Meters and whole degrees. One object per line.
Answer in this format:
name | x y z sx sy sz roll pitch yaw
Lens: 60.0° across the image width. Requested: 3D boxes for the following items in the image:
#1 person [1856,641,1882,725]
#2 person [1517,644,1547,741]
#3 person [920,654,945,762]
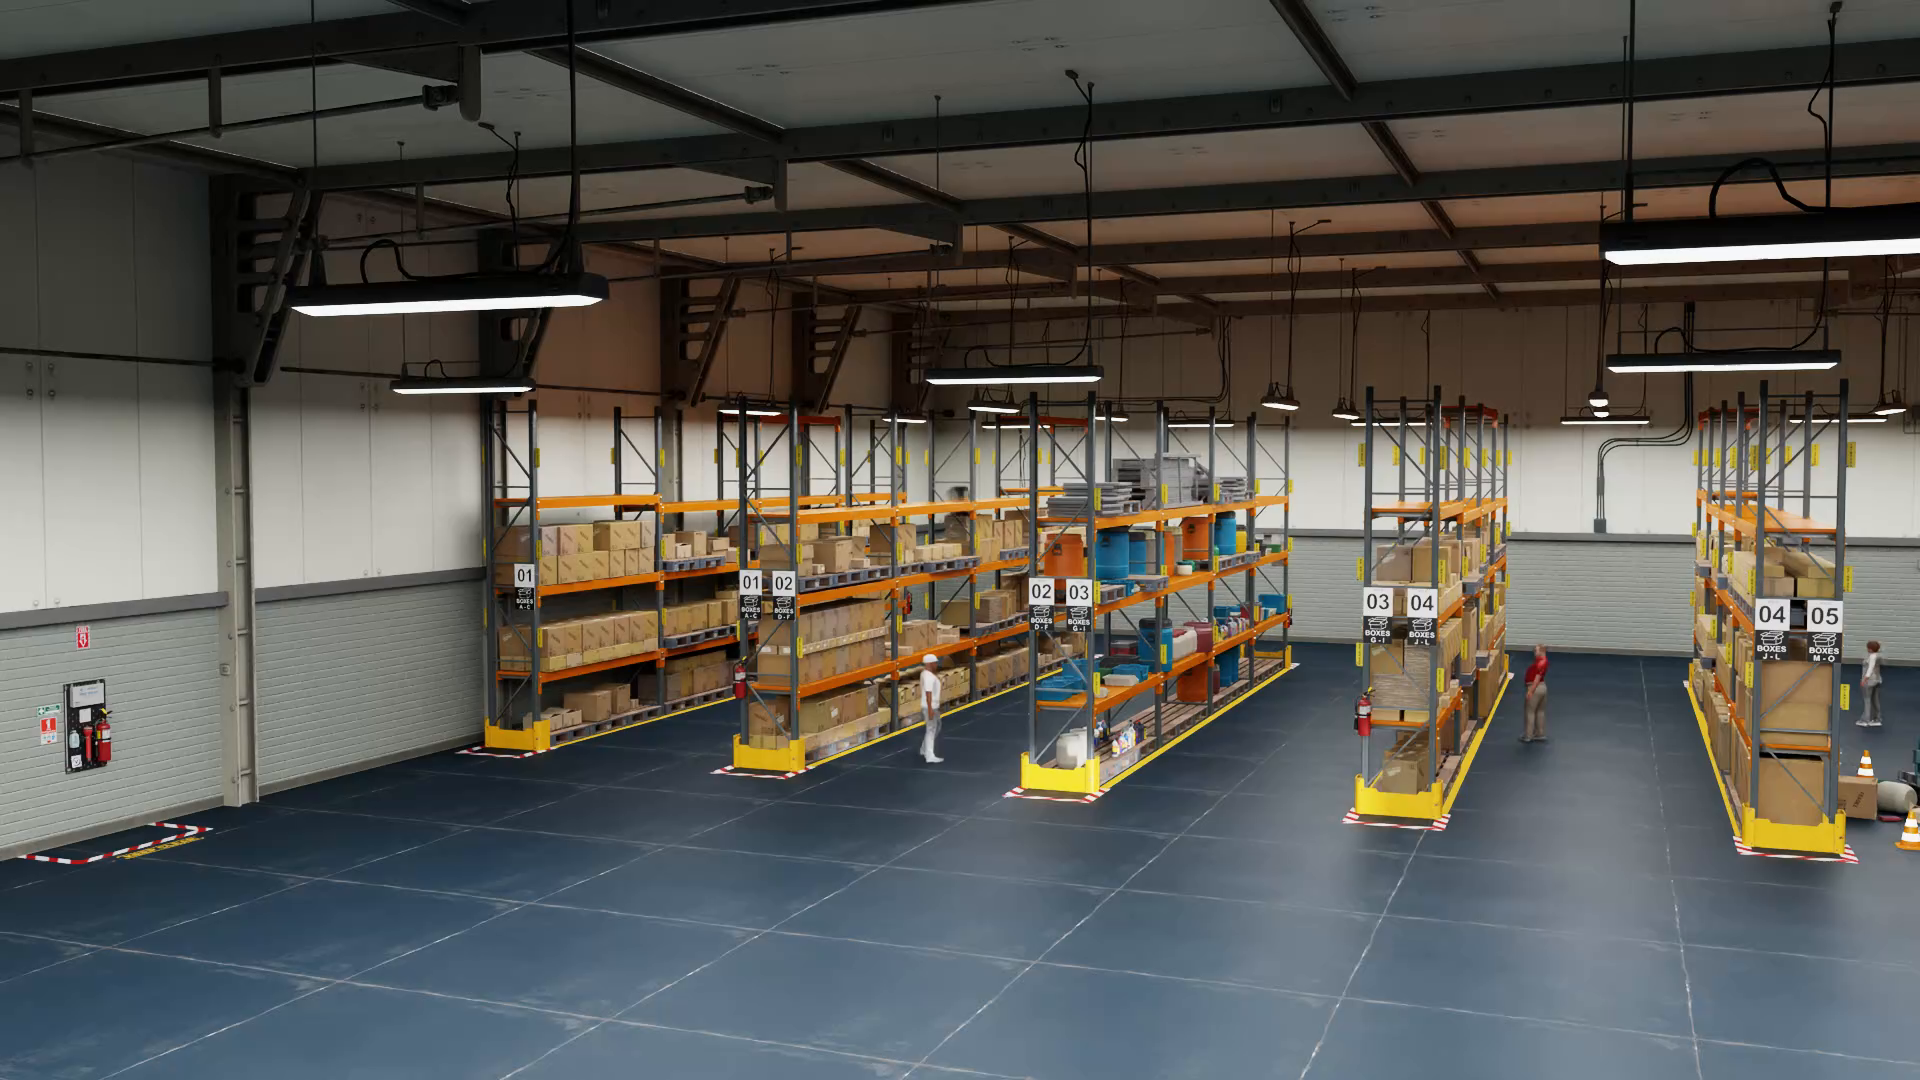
person | 16.992 2.683 31.061 0.516 1.590 0.378 -2 3 -32
person | 10.136 2.695 29.402 0.484 1.722 0.615 2 4 38
person | -0.460 2.774 27.415 0.400 1.780 0.626 0 3 -3
